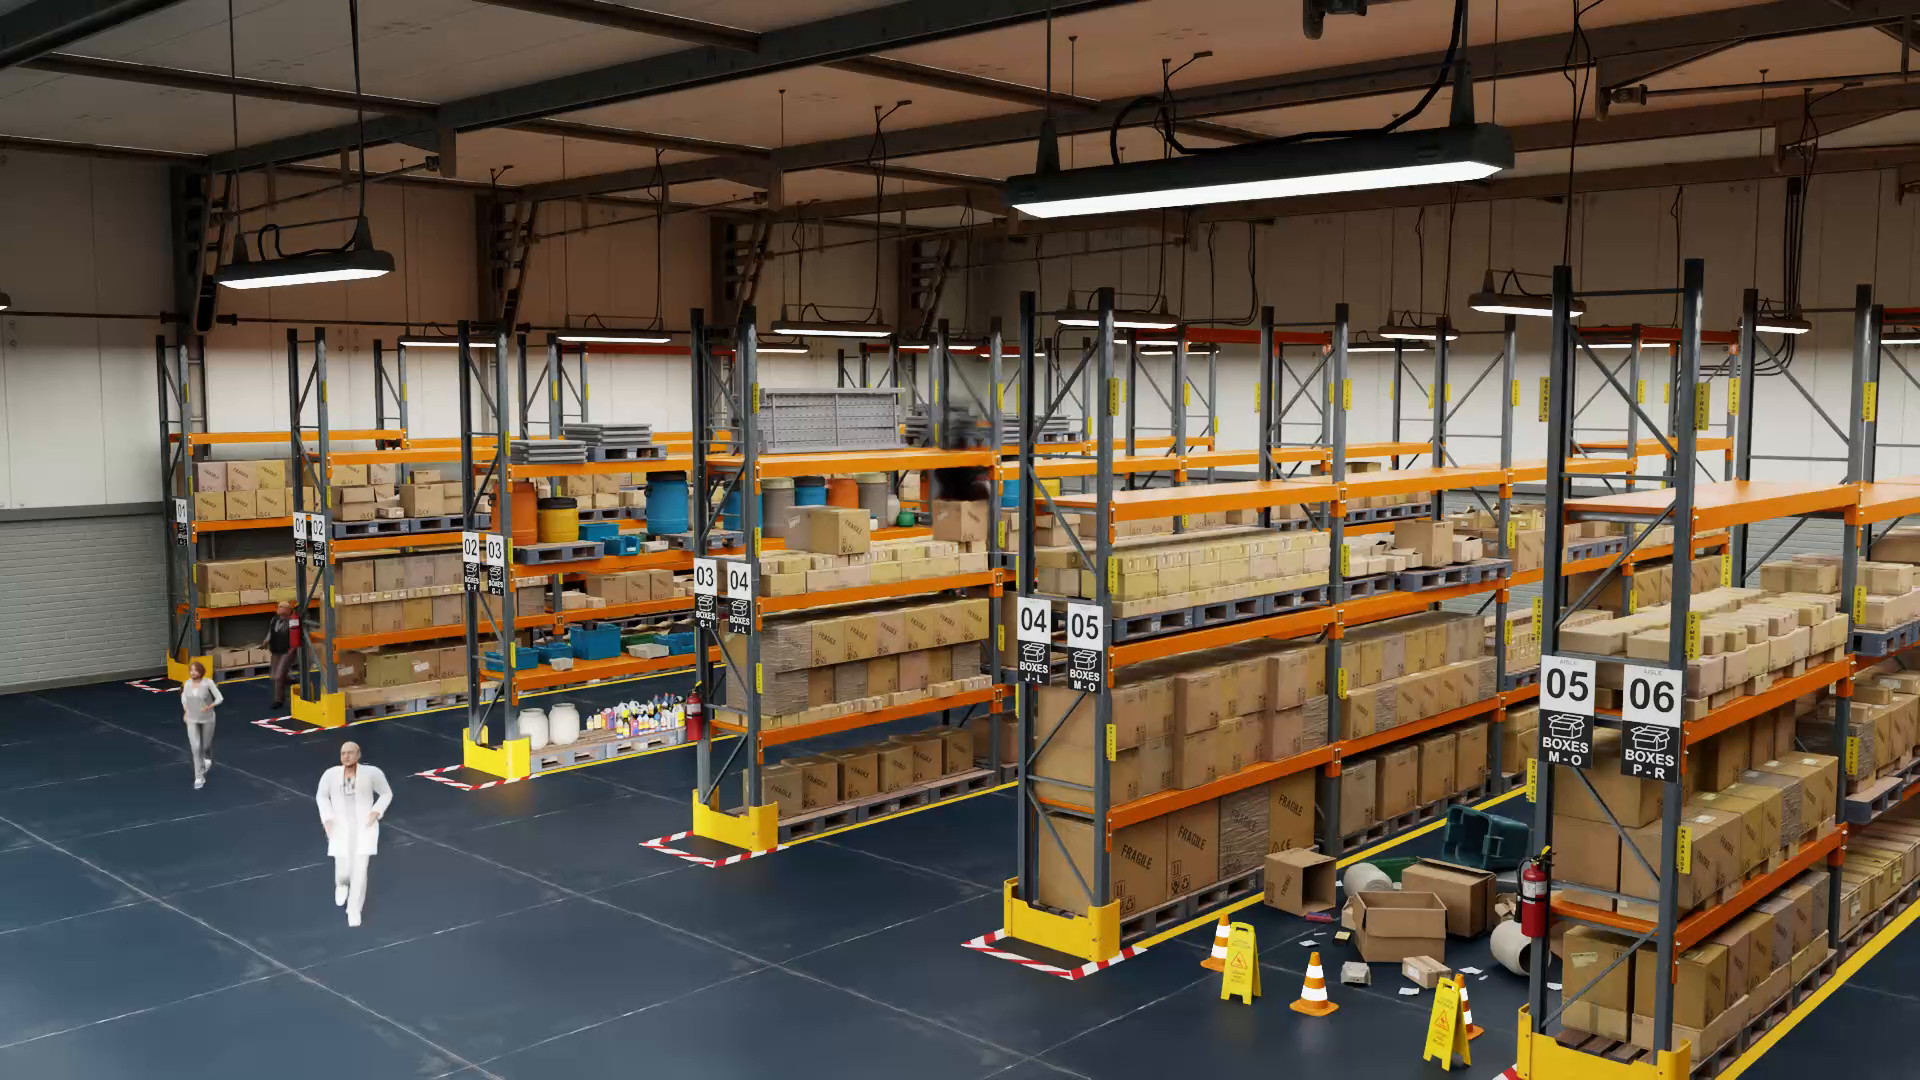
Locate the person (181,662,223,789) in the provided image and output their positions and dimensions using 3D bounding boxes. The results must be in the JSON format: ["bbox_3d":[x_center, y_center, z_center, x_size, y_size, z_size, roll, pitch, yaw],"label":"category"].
[{"bbox_3d":[-9.820,2.358,21.547,0.530,1.600,0.777,-1,6,-13],"label":"person"}]

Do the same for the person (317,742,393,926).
[{"bbox_3d":[-5.838,2.799,16.054,0.705,1.750,0.688,-1,6,-13],"label":"person"}]

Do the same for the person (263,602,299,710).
[{"bbox_3d":[-10.805,1.825,26.710,0.678,1.705,0.753,2,6,20],"label":"person"}]
